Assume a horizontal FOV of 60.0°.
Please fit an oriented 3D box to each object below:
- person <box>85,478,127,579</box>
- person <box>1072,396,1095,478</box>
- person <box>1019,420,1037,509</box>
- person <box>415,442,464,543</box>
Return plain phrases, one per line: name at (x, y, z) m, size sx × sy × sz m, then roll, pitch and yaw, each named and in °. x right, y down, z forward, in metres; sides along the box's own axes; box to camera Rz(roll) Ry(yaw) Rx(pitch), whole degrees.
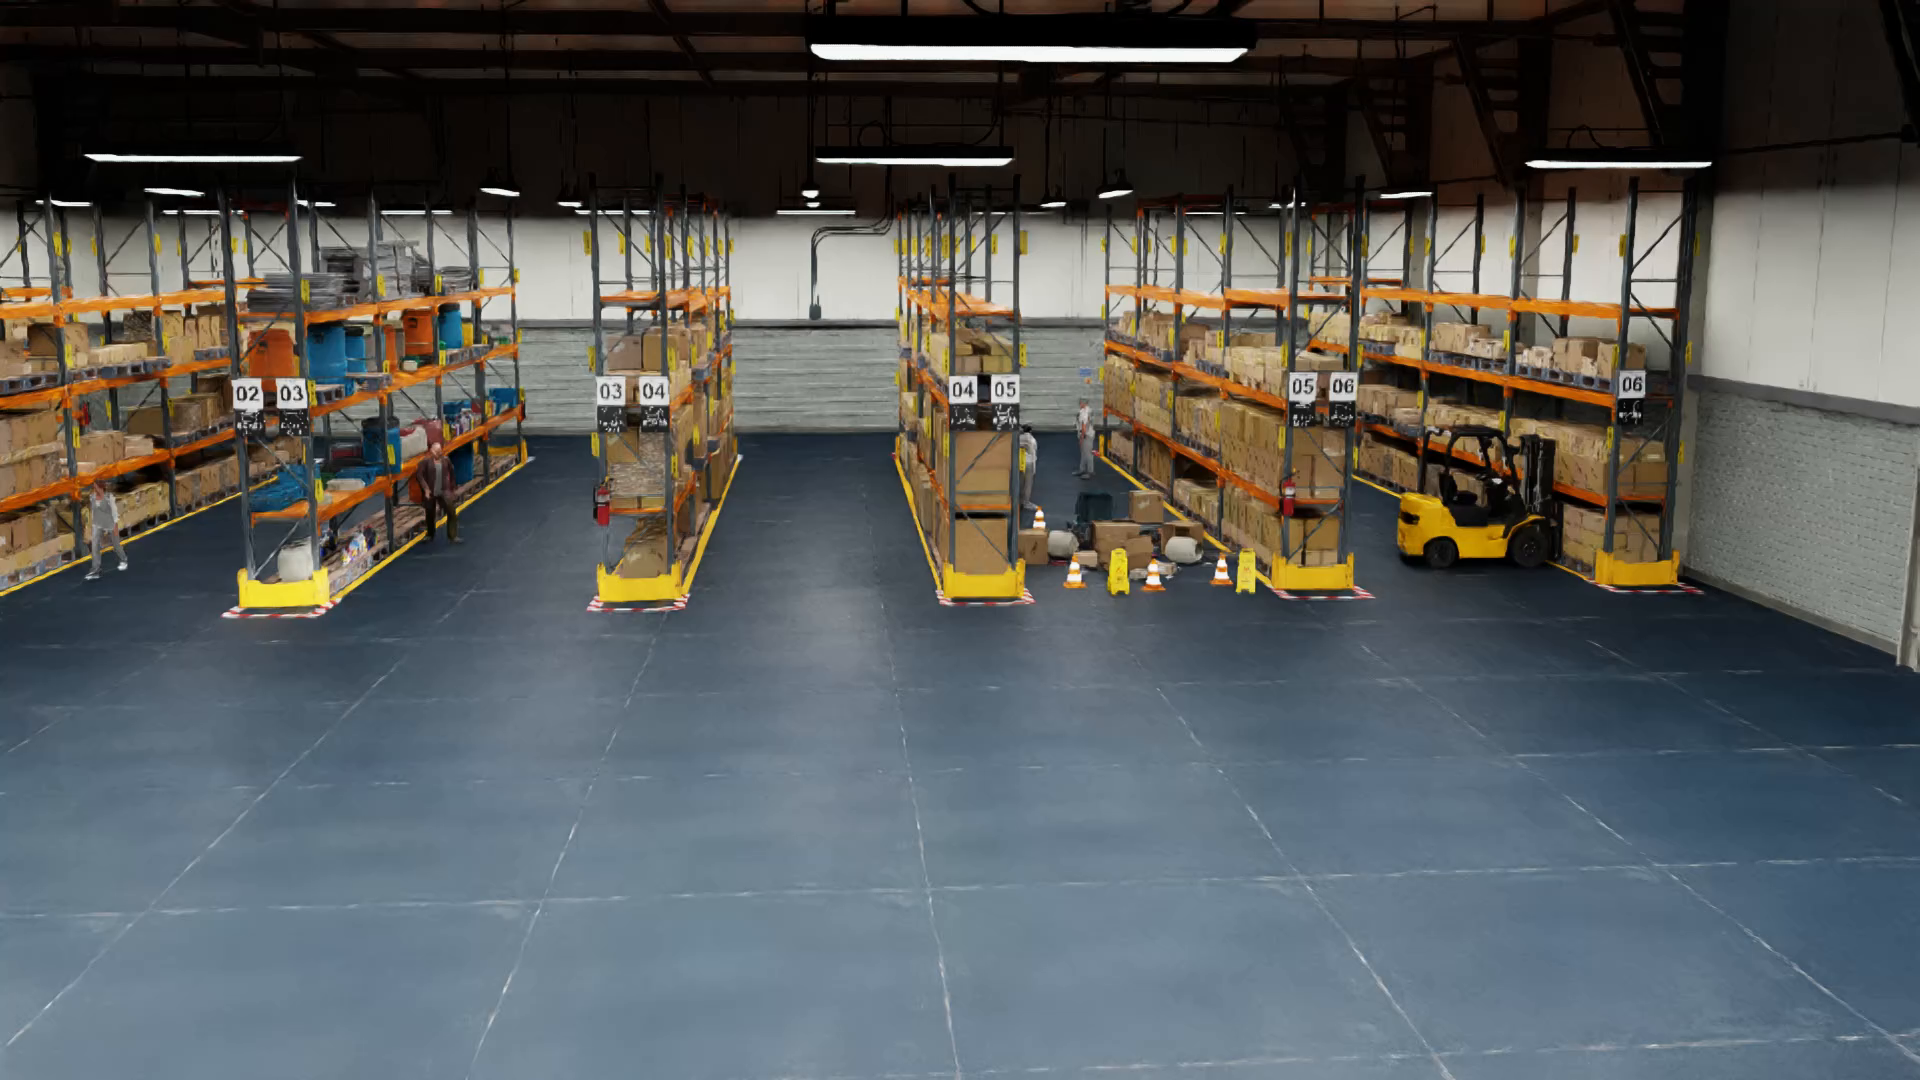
person at (-13.079, -0.213, 25.461) m, size 0.415 × 1.517 × 1.041 m, roll -1°, pitch 10°, yaw -7°
person at (2.706, -2.259, 36.373) m, size 0.563 × 1.752 × 0.634 m, roll 2°, pitch 10°, yaw 12°
person at (1.321, -1.465, 32.113) m, size 0.408 × 1.680 × 0.538 m, roll -7°, pitch 12°, yaw -36°
person at (-8.875, -0.808, 28.248) m, size 0.710 × 1.733 × 0.791 m, roll -5°, pitch 11°, yaw -26°
